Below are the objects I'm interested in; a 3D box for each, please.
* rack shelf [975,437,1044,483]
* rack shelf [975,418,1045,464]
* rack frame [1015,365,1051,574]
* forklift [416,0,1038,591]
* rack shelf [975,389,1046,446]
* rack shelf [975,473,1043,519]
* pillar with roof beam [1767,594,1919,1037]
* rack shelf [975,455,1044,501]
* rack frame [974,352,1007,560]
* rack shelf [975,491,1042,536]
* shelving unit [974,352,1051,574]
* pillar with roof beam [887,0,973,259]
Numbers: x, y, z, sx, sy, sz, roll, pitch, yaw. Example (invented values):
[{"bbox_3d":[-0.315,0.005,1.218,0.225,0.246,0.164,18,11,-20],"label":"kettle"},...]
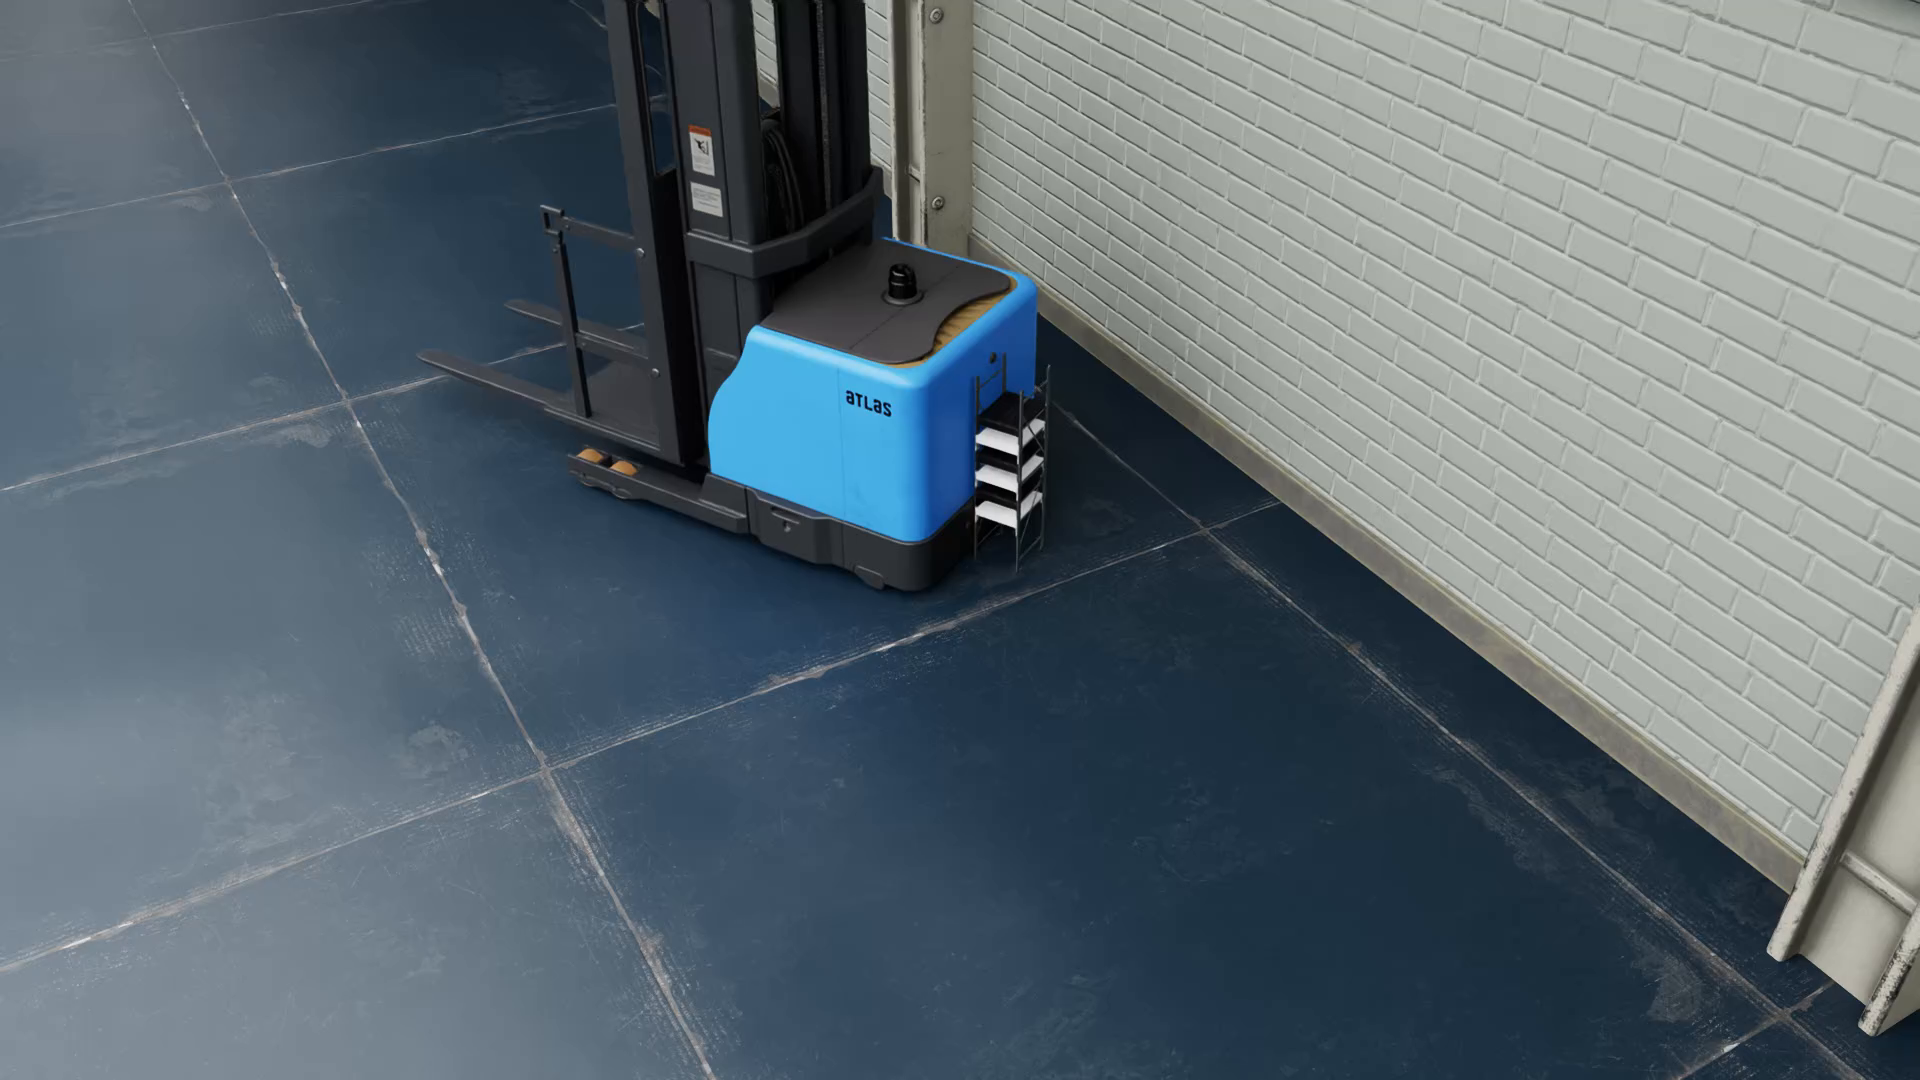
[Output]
[{"bbox_3d":[0.213,-0.356,6.879,0.200,0.077,0.258,20,40,25],"label":"rack shelf"},{"bbox_3d":[0.213,-0.429,6.825,0.200,0.077,0.258,20,40,25],"label":"rack shelf"},{"bbox_3d":[0.300,-0.279,6.870,0.006,0.900,0.240,20,40,25],"label":"rack frame"},{"bbox_3d":[-1.189,-1.617,6.978,3.031,2.935,1.130,20,40,25],"label":"forklift"},{"bbox_3d":[0.213,-0.501,6.772,0.200,0.077,0.258,20,40,25],"label":"rack shelf"},{"bbox_3d":[0.213,-0.211,6.985,0.200,0.077,0.258,20,40,25],"label":"rack shelf"},{"bbox_3d":[-0.866,-0.965,0.942,9.100,9.000,0.400,-19,40,-24],"label":"pillar with roof beam"},{"bbox_3d":[0.213,-0.283,6.932,0.200,0.077,0.258,20,40,25],"label":"rack shelf"},{"bbox_3d":[0.126,-0.341,6.954,0.006,0.900,0.240,20,40,25],"label":"rack frame"},{"bbox_3d":[0.213,-0.138,7.038,0.200,0.077,0.258,20,40,25],"label":"rack shelf"},{"bbox_3d":[0.213,-0.310,6.912,0.210,0.900,0.258,20,40,25],"label":"shelving unit"},{"bbox_3d":[-3.880,-4.025,5.132,9.100,9.000,0.400,-19,40,-24],"label":"pillar with roof beam"}]
